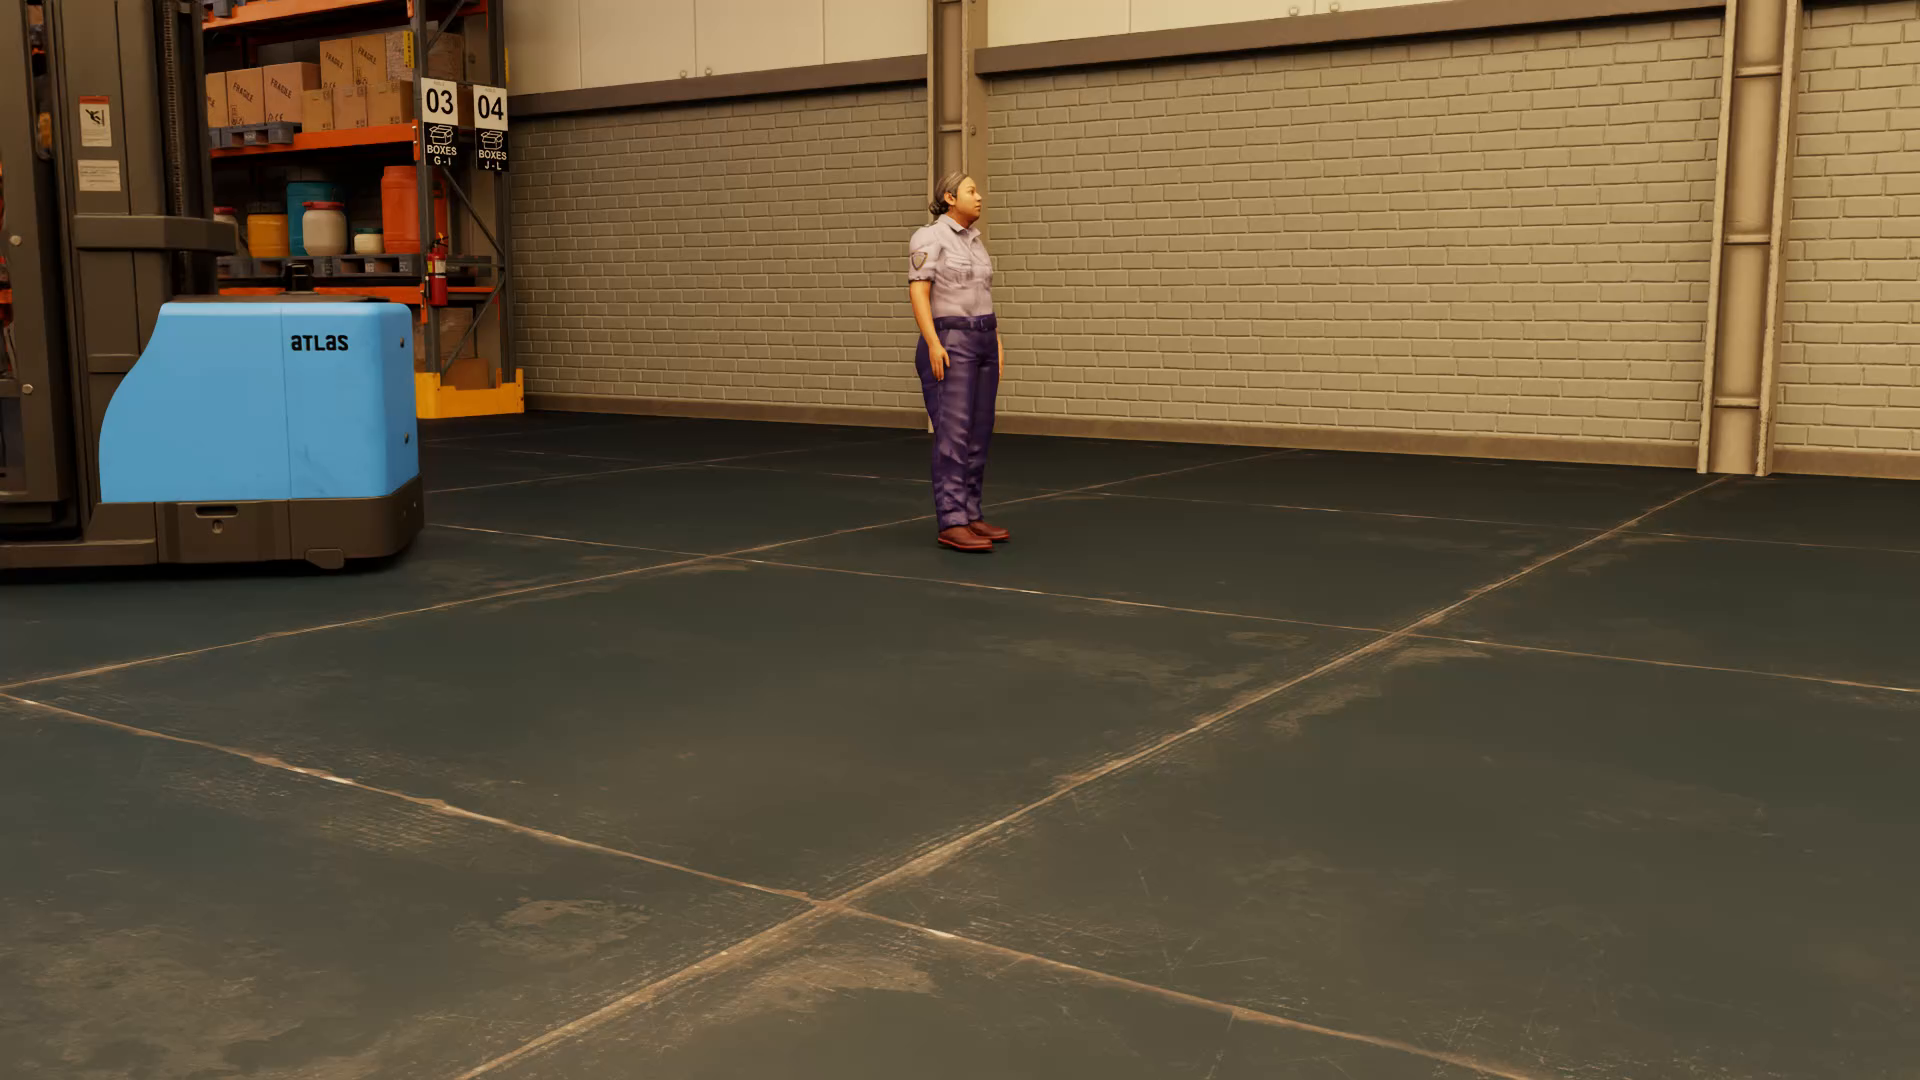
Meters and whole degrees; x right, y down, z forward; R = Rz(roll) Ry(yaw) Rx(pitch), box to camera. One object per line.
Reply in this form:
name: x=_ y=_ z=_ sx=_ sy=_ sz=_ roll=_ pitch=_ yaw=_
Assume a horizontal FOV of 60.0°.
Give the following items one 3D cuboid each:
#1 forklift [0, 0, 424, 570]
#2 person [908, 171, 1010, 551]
forklift: x=-3.840 y=-1.345 z=6.653 sx=3.031 sy=2.935 sz=1.130 roll=-1 pitch=8 yaw=-10
person: x=0.061 y=-0.814 z=7.418 sx=0.503 sy=1.651 sz=0.598 roll=5 pitch=10 yaw=34
